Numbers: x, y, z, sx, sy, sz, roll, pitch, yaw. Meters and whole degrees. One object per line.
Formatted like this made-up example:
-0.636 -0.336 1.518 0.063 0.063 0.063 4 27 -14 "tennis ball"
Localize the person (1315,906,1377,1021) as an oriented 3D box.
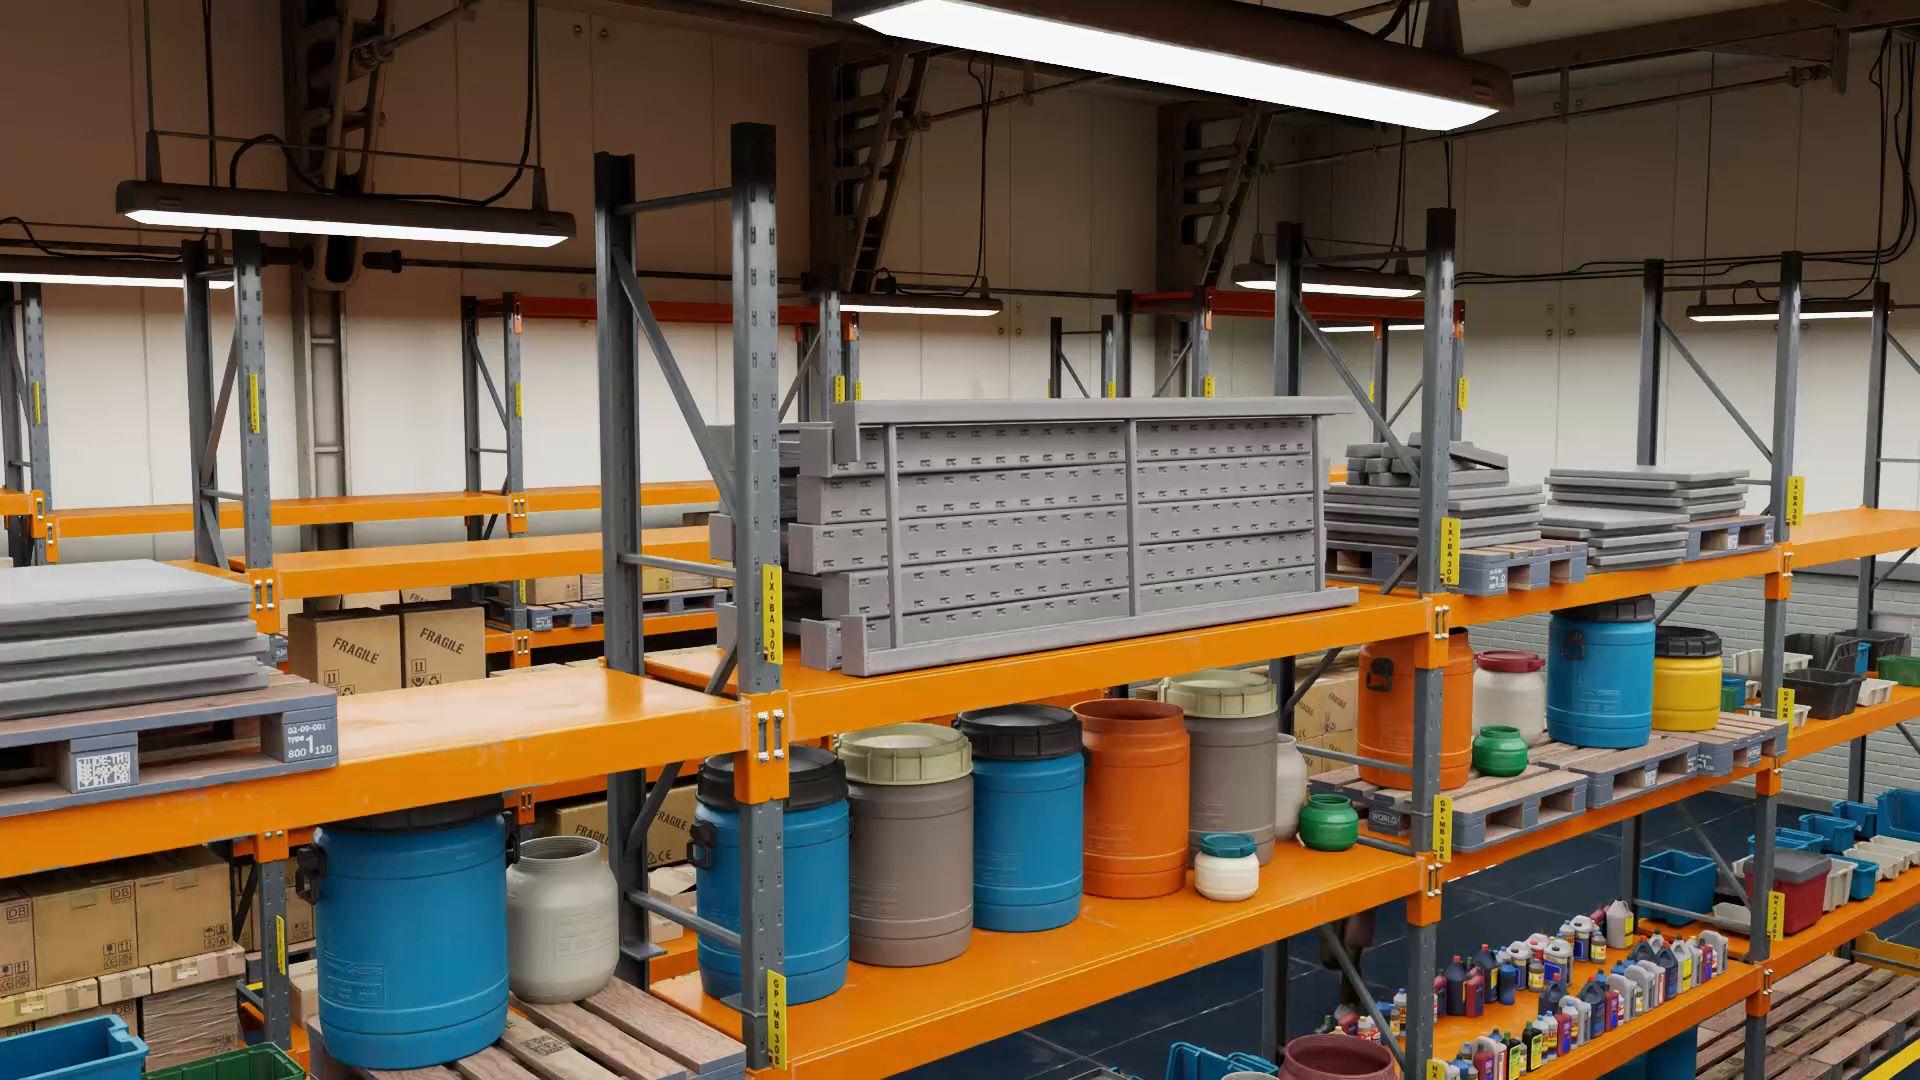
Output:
3.191 3.034 13.565 0.710 1.720 0.637 4 7 37 "person"
